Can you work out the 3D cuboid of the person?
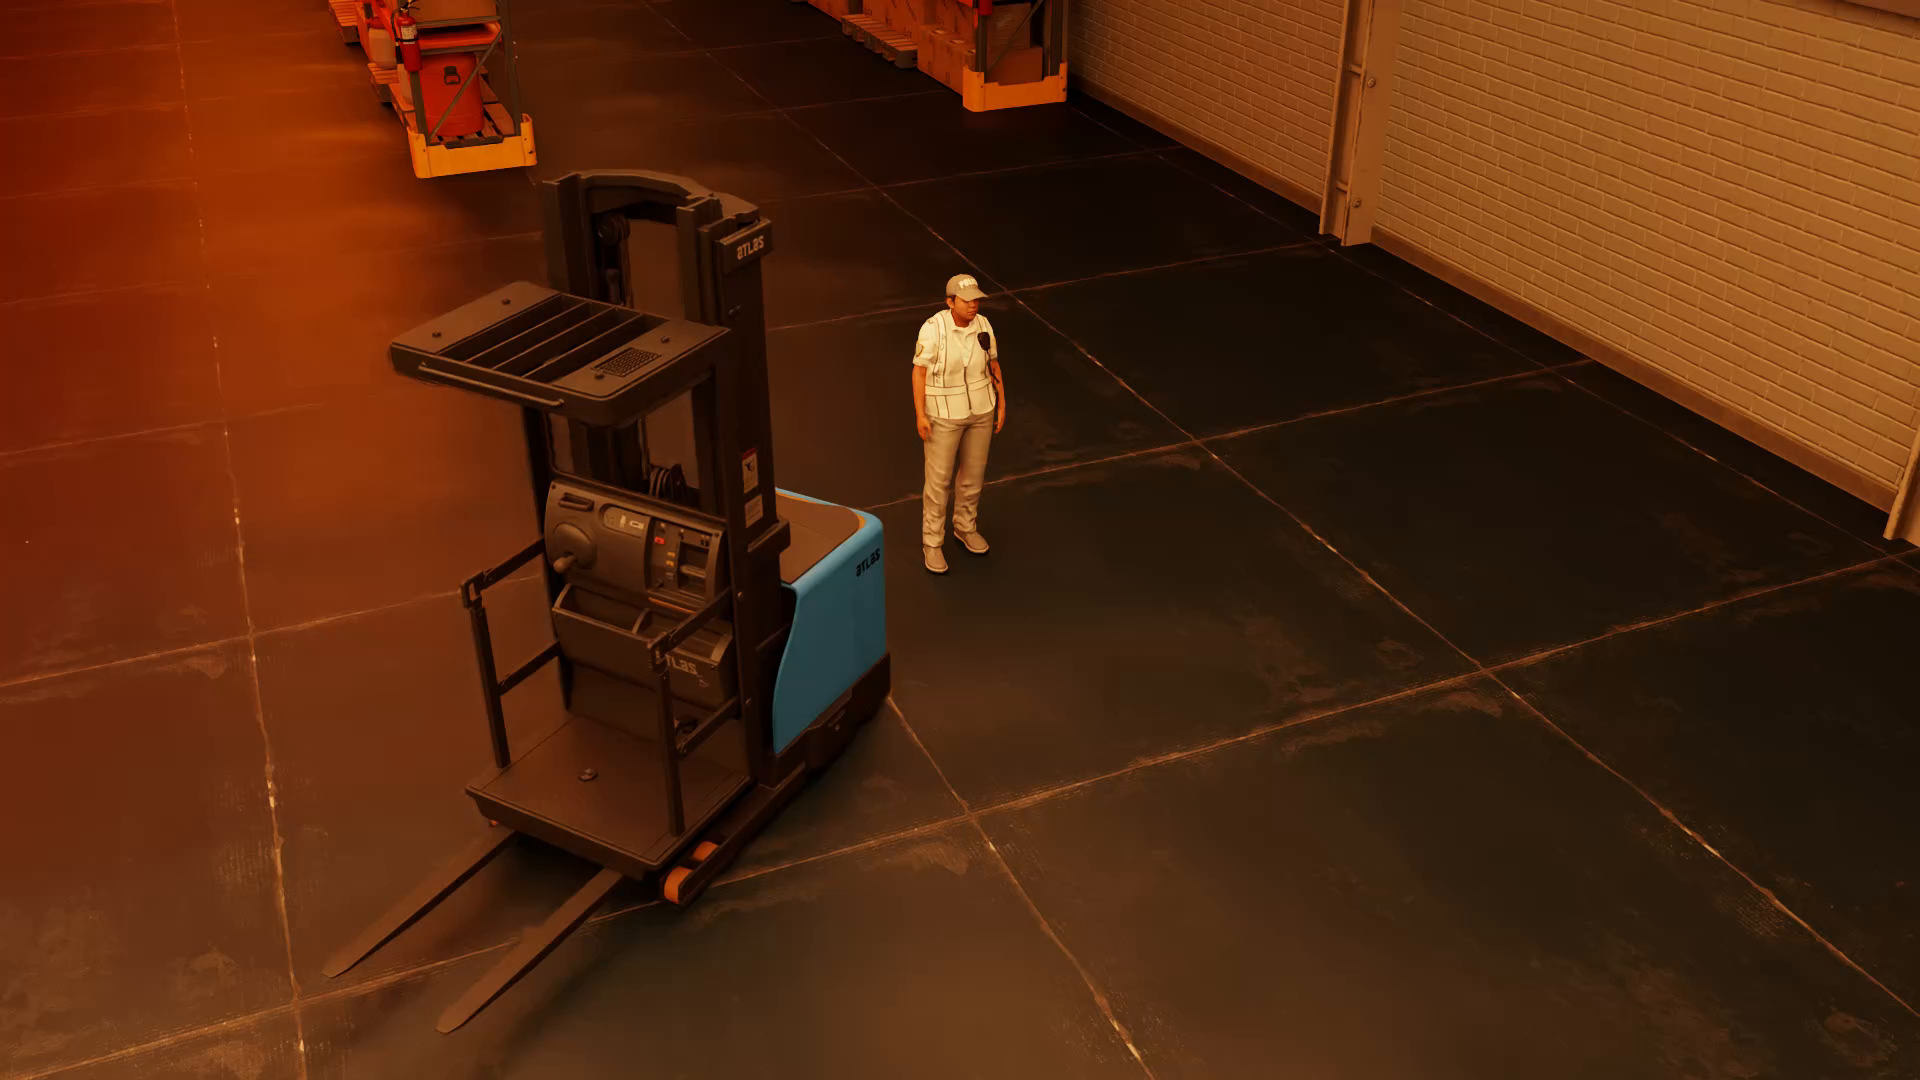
[{"bbox_3d":[0.010,-0.691,9.586,0.598,1.670,0.529,-12,32,-20],"label":"person"}]

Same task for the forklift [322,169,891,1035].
[{"bbox_3d":[-1.515,0.066,7.004,1.130,2.935,3.031,15,33,25],"label":"forklift"}]
